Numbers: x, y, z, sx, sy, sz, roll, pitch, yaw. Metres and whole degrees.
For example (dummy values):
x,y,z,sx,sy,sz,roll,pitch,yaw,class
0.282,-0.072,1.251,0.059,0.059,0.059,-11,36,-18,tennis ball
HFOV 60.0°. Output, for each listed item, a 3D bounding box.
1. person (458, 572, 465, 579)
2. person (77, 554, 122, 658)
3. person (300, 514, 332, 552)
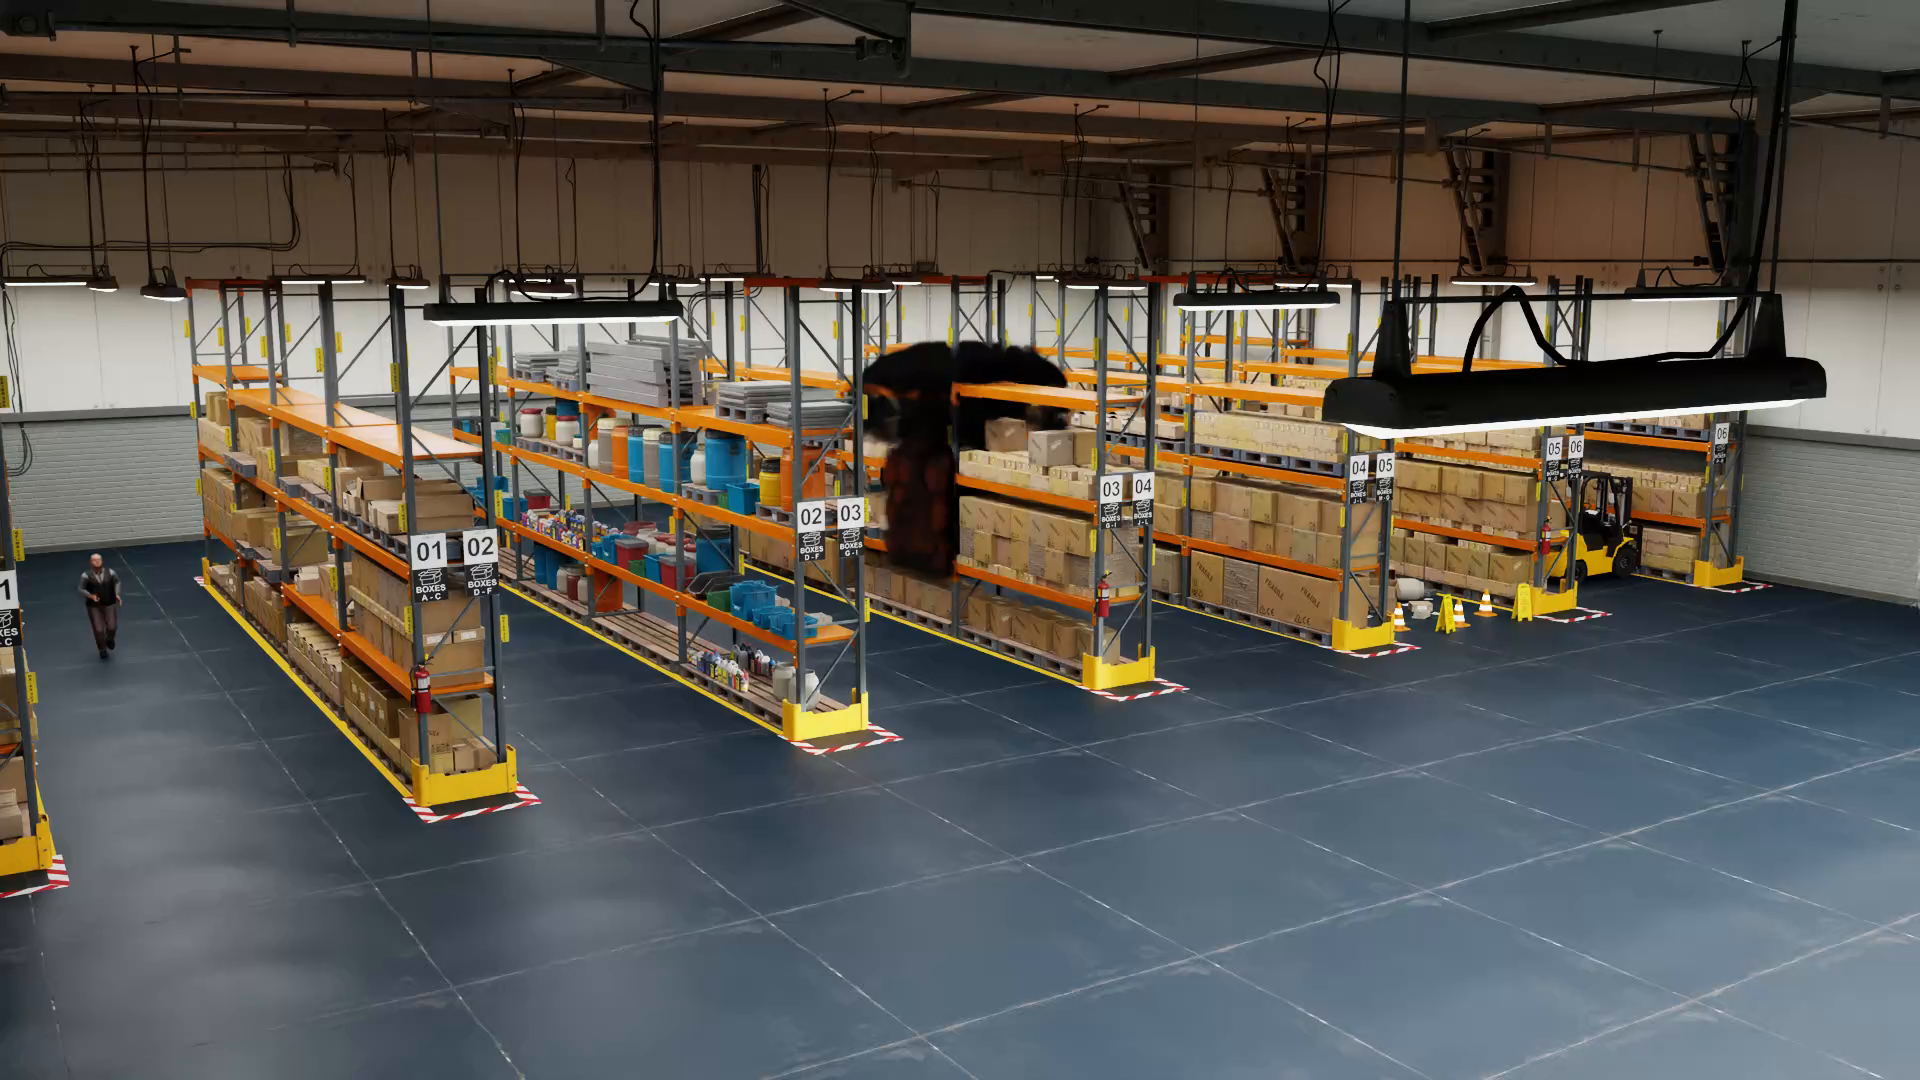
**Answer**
x,y,z,sx,sy,sz,roll,pitch,yaw,class
-9.099,0.284,30.222,0.675,1.729,0.866,-6,11,-32,person
-13.766,1.065,26.644,0.616,1.678,0.569,-6,11,-33,person
-12.827,-0.153,33.441,0.989,1.753,0.702,7,12,38,person
